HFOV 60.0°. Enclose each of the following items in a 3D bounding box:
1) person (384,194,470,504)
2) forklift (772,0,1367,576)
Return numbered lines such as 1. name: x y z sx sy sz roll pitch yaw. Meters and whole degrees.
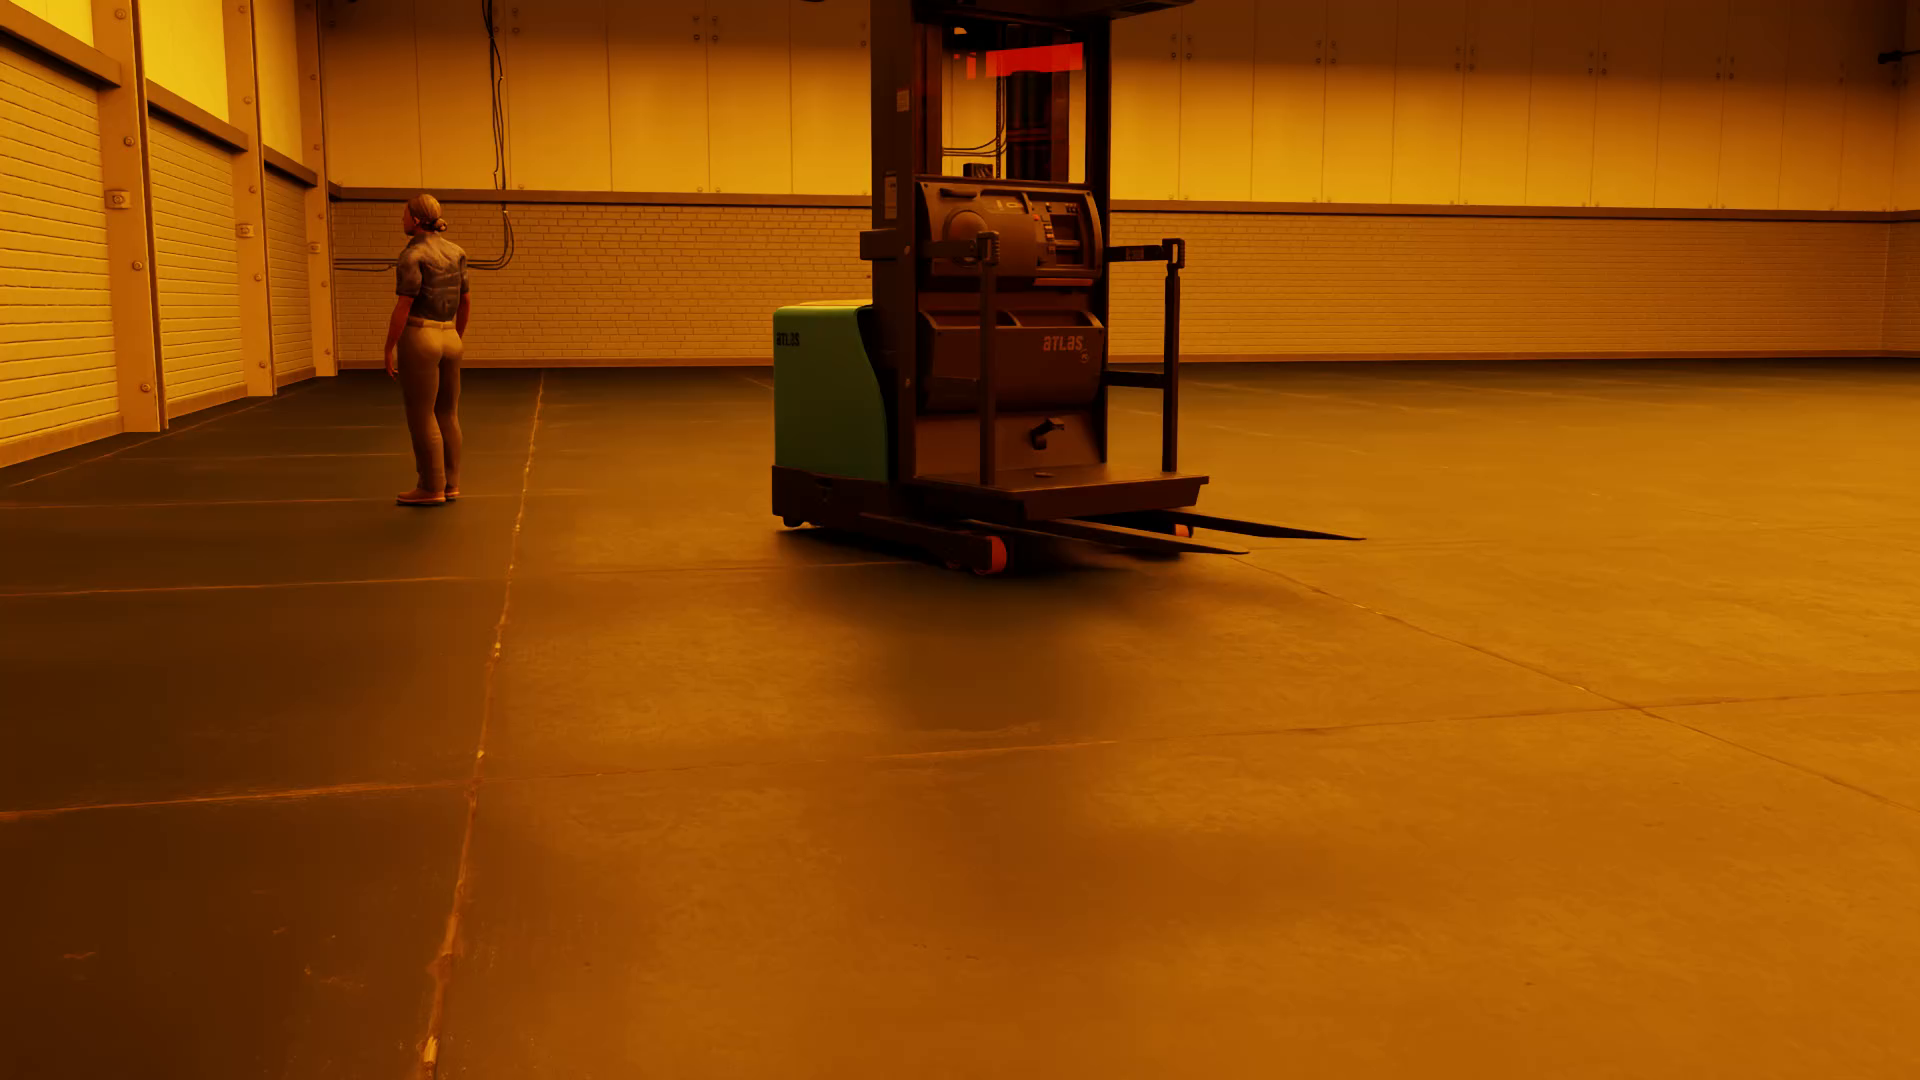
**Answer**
1. person: -2.929 -1.025 9.013 0.504 1.654 0.569 4 9 27
2. forklift: 0.355 -1.383 7.015 1.130 2.935 3.031 -6 10 -35
